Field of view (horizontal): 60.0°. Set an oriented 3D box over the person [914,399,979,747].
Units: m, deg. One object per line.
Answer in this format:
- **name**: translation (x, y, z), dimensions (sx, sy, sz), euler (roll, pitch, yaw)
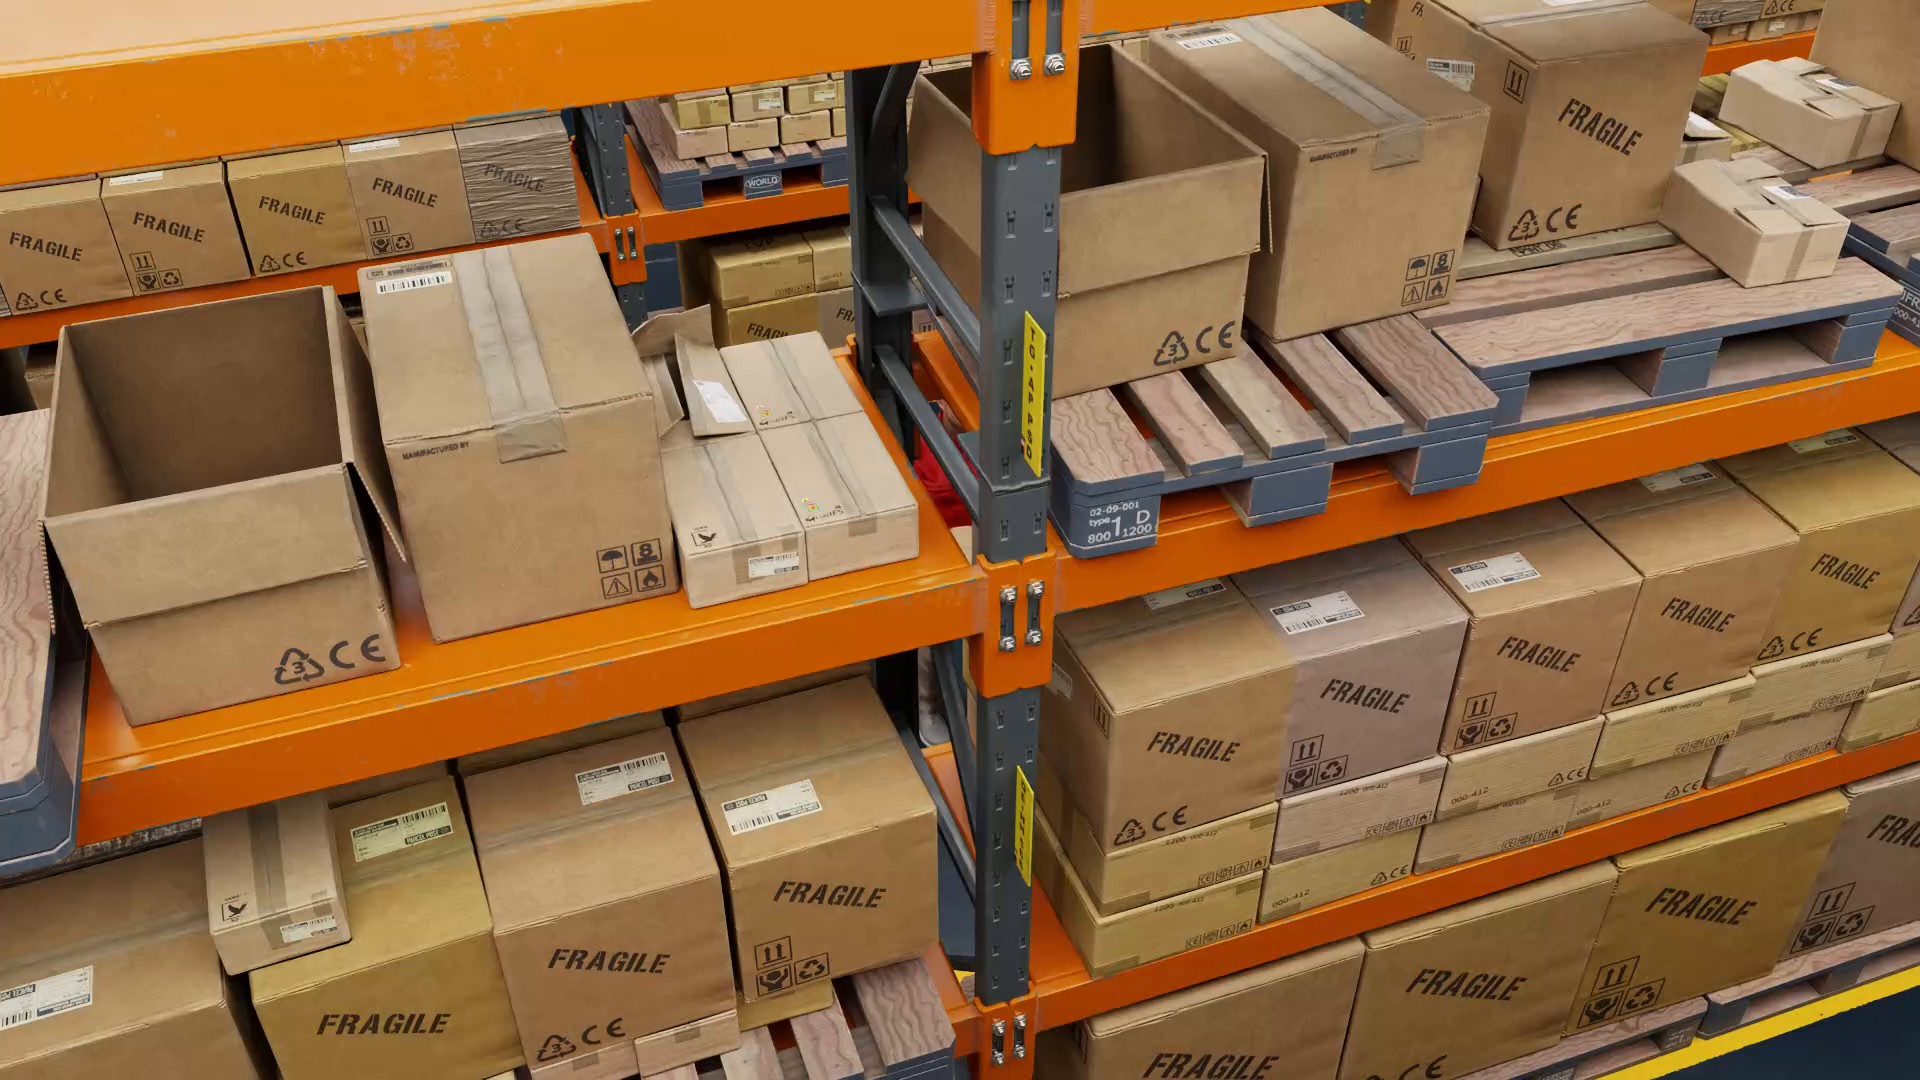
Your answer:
- **person**: translation (0.043, 0.129, 6.639), dimensions (0.493, 1.712, 0.537), euler (-12, 39, -16)
